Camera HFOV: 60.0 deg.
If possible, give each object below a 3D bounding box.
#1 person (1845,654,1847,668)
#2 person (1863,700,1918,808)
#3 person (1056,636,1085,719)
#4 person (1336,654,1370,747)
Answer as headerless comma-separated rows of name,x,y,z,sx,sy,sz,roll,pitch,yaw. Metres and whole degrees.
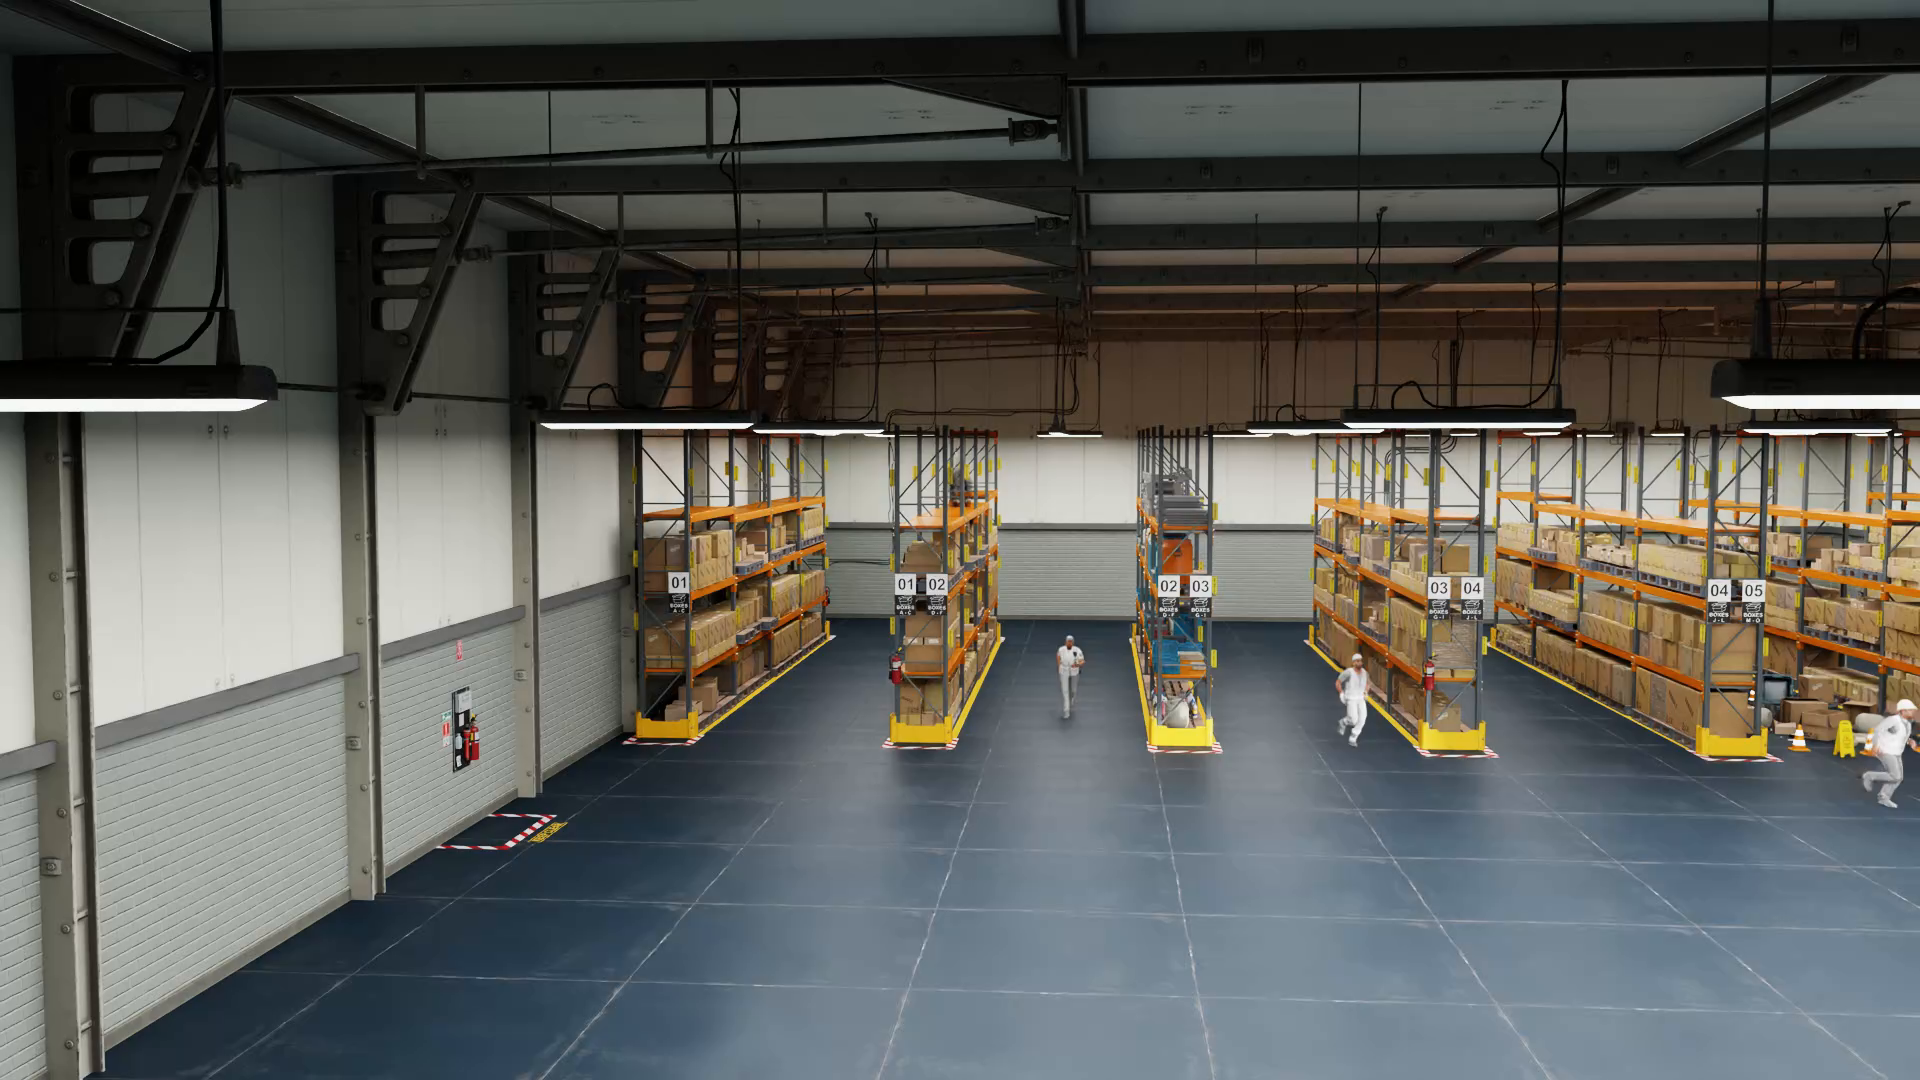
person,21.867,2.364,41.461,0.638,1.815,0.736,0,3,-2
person,14.567,3.324,26.037,0.650,1.707,0.752,-3,4,-40
person,2.302,2.834,34.638,0.562,1.711,1.049,0,3,-2
person,7.402,2.992,31.228,0.669,1.726,0.603,-1,4,-21
